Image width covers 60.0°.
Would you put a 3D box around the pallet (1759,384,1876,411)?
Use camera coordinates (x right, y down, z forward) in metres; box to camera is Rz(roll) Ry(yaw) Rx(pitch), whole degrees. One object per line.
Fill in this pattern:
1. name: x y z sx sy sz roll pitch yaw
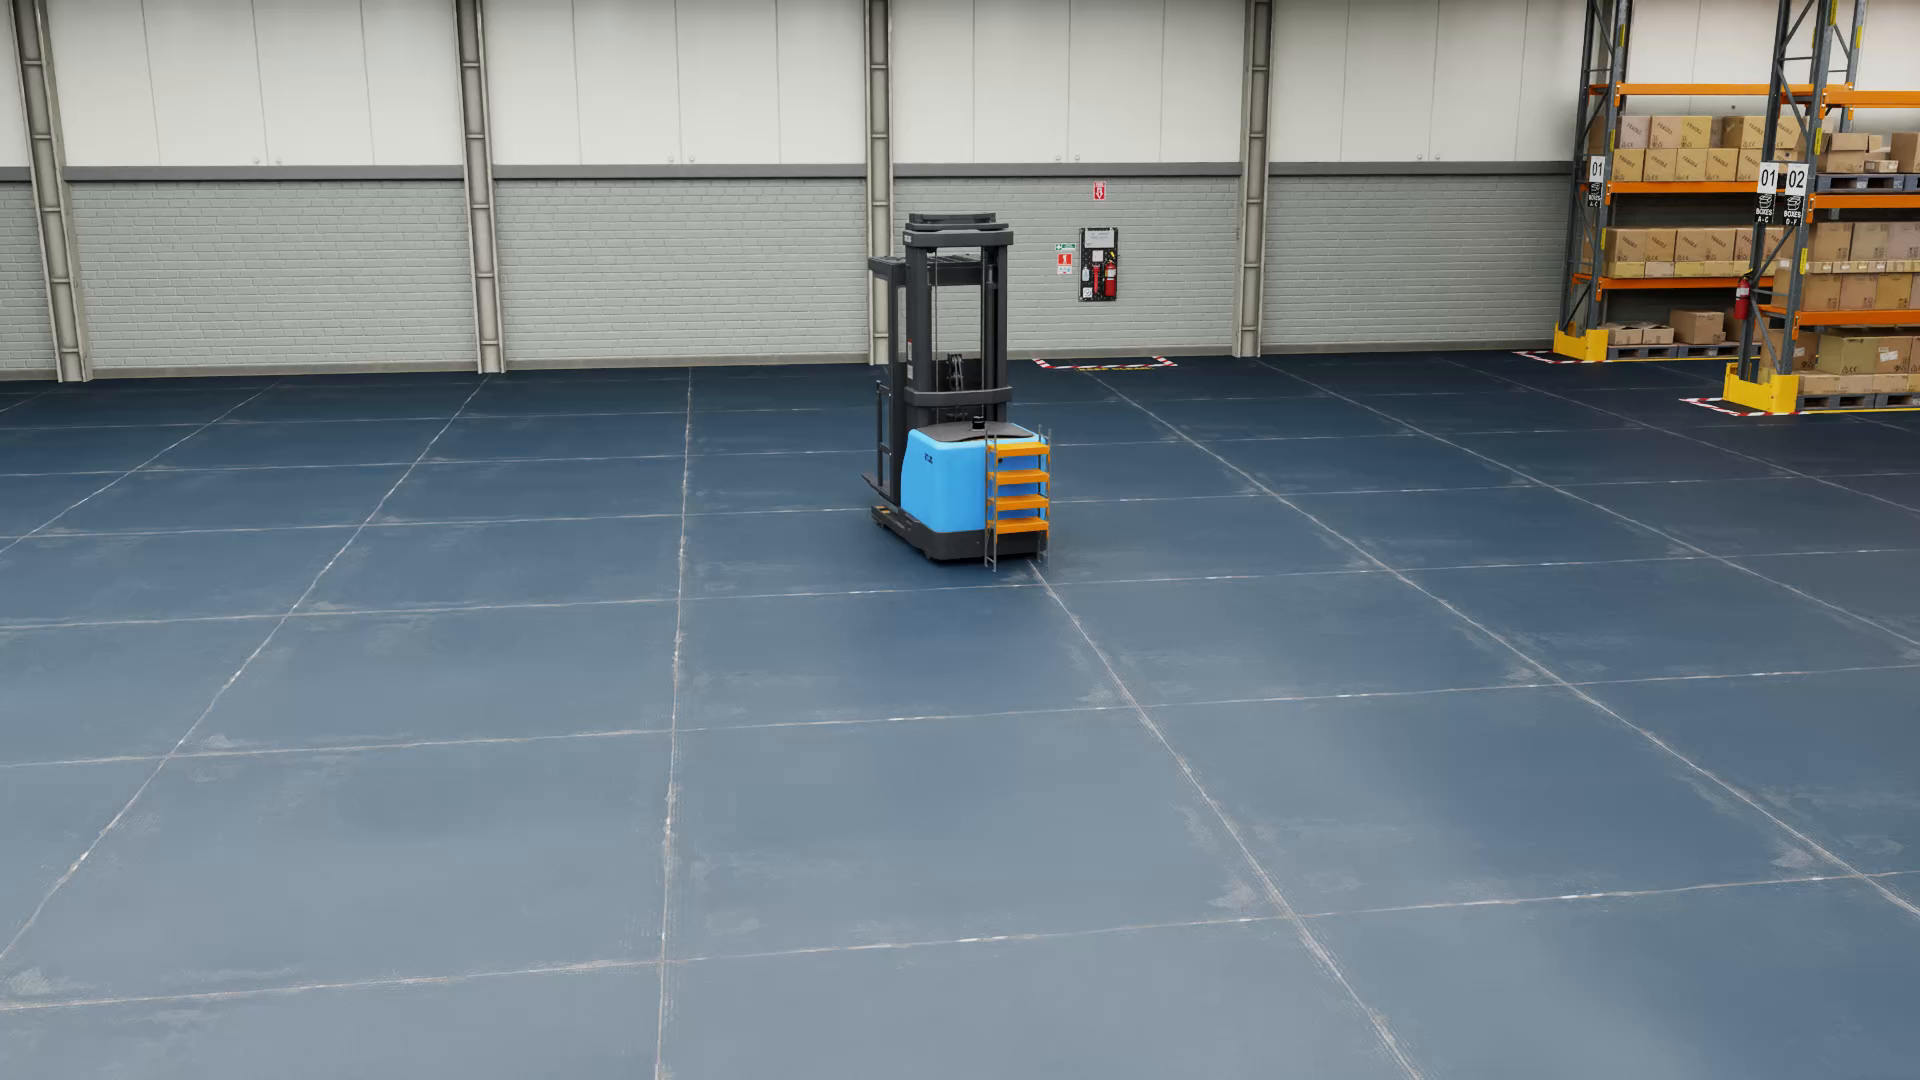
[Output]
1. pallet: 11.549 -1.954 22.580 1.213 0.211 1.003 -2 14 -8

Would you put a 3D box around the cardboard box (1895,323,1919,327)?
1. cardboard box: 15.752 -3.676 27.949 0.500 0.500 0.700 -2 14 -8

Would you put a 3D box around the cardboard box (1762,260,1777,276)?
1. cardboard box: 13.095 -4.436 27.011 0.500 0.250 0.500 -2 14 -8

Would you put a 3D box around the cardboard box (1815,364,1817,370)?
1. cardboard box: 11.778 -2.250 22.818 0.500 0.250 0.500 -2 14 -8

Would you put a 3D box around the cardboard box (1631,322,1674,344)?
1. cardboard box: 11.319 -3.394 27.210 0.500 0.311 0.500 -1 14 -4

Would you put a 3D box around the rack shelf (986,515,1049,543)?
1. rack shelf: 0.489 -0.097 14.234 0.480 0.148 0.258 -5 15 -19

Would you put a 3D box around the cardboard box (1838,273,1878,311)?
1. cardboard box: 11.781 -3.351 22.213 0.500 0.500 0.700 -2 14 -7

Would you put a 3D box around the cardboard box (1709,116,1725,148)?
1. cardboard box: 11.972 -6.588 26.857 0.500 0.500 0.500 -2 14 -8

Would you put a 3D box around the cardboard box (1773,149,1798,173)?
1. cardboard box: 13.048 -6.025 26.668 0.500 0.500 0.500 -3 14 -13

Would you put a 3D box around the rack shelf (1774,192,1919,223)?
1. rack shelf: 12.777 -4.447 22.101 4.000 0.370 1.077 -2 14 -8

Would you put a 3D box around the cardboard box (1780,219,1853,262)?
1. cardboard box: 11.315 -3.962 21.983 0.500 0.500 0.700 -2 14 -8

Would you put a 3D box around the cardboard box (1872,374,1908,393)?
1. cardboard box: 12.351 -2.142 22.385 0.500 0.250 0.500 -2 14 -8

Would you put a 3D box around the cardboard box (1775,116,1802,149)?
1. cardboard box: 13.014 -6.497 26.495 0.500 0.500 0.500 -1 14 -5

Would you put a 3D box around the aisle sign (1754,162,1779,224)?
1. aisle sign: 10.690 -4.598 22.046 0.004 0.787 0.394 -2 14 -8

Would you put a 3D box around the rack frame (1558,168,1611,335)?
1. rack frame: 10.057 -4.460 26.841 0.127 3.000 1.000 -2 14 -8

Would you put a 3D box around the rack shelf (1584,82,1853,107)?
1. rack shelf: 12.035 -7.092 26.488 4.000 0.370 1.077 -2 14 -8

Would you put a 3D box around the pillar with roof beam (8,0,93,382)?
1. pillar with roof beam: -12.470 -5.698 19.444 0.400 9.000 9.100 -2 14 -8

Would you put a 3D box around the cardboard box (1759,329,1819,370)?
1. cardboard box: 11.285 -2.594 22.645 0.500 0.500 0.500 -2 14 -8

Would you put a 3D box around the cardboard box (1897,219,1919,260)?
1. cardboard box: 12.828 -4.019 22.210 0.500 0.500 0.700 -2 14 -8

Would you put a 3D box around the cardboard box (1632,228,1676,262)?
1. cardboard box: 11.064 -4.721 26.608 0.500 0.500 0.500 -2 14 -8

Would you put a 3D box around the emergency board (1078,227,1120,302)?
1. emergency board: 2.238 -4.396 26.584 0.643 1.169 0.194 -2 14 -8

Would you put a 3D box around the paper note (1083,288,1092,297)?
1. paper note: 2.053 -3.979 26.732 0.142 0.148 0.016 -2 14 -8

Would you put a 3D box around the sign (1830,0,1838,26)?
1. sign: 10.875 -6.575 20.694 0.005 0.325 0.100 -2 14 -8

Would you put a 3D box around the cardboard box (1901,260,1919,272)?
1. cardboard box: 12.492 -3.642 22.037 0.250 0.149 0.380 -2 14 -9

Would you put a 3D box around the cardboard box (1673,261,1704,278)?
1. cardboard box: 11.603 -4.378 26.779 0.500 0.250 0.500 -2 14 -9

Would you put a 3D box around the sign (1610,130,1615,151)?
1. sign: 10.138 -6.209 25.849 0.005 0.325 0.100 -2 14 -8

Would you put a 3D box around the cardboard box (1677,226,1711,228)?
1. cardboard box: 11.999 -4.883 27.252 0.500 0.500 0.500 -2 14 -8

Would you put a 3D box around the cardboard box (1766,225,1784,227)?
1. cardboard box: 13.517 -4.939 27.476 0.500 0.500 0.500 -2 14 -10

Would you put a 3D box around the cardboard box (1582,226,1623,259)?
1. cardboard box: 10.492 -4.829 27.037 0.500 0.500 0.500 -2 14 -9

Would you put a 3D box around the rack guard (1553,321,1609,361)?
1. rack guard: 10.132 -3.251 27.156 0.348 0.500 1.175 -2 14 -8

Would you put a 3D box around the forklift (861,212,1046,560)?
1. forklift: -0.202 -1.565 15.436 1.130 2.935 3.031 -5 15 -18

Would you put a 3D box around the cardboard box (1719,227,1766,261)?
1. cardboard box: 12.599 -4.779 26.838 0.500 0.500 0.500 -3 14 -10

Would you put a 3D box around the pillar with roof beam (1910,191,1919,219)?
1. pillar with roof beam: 17.195 -6.786 23.780 0.400 9.000 9.100 -2 14 -8

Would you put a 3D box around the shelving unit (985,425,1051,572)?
1. shelving unit: 0.489 -0.355 14.169 0.503 1.200 0.258 -5 15 -19

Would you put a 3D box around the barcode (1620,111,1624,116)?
1. barcode: 10.685 -6.886 26.851 0.075 0.075 0.001 -2 14 -8

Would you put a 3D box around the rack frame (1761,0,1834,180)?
1. rack frame: 10.799 -6.179 21.360 0.127 3.000 1.000 -2 14 -8

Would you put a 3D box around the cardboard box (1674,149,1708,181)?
1. cardboard box: 11.474 -5.956 26.392 0.500 0.500 0.500 -1 14 -6

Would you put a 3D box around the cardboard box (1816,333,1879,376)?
1. cardboard box: 11.856 -2.487 22.220 0.500 0.500 0.500 -2 14 -8

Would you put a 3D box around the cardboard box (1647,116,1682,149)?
1. cardboard box: 10.978 -6.420 26.186 0.500 0.500 0.500 -2 14 -9

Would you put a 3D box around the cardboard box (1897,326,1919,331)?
1. cardboard box: 13.260 -2.670 22.949 0.500 0.500 0.500 -2 14 -8

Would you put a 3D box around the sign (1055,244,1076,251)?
1. sign: 1.682 -4.673 26.526 0.331 0.109 0.001 -2 14 -8

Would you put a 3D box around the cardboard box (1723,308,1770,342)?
1. cardboard box: 12.992 -3.559 27.481 0.500 0.500 0.500 -3 14 -13

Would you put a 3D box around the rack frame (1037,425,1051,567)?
1. rack frame: 0.719 -0.374 14.248 0.015 1.200 0.240 -5 15 -19

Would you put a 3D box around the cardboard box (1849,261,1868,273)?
1. cardboard box: 11.727 -3.613 21.924 0.250 0.149 0.380 -2 14 -8

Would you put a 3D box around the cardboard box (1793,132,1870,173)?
1. cardboard box: 11.368 -5.065 21.723 0.637 0.503 0.797 -1 14 -4

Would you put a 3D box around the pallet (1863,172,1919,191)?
1. pallet: 12.711 -4.745 21.993 1.213 0.211 1.003 -2 14 -8
